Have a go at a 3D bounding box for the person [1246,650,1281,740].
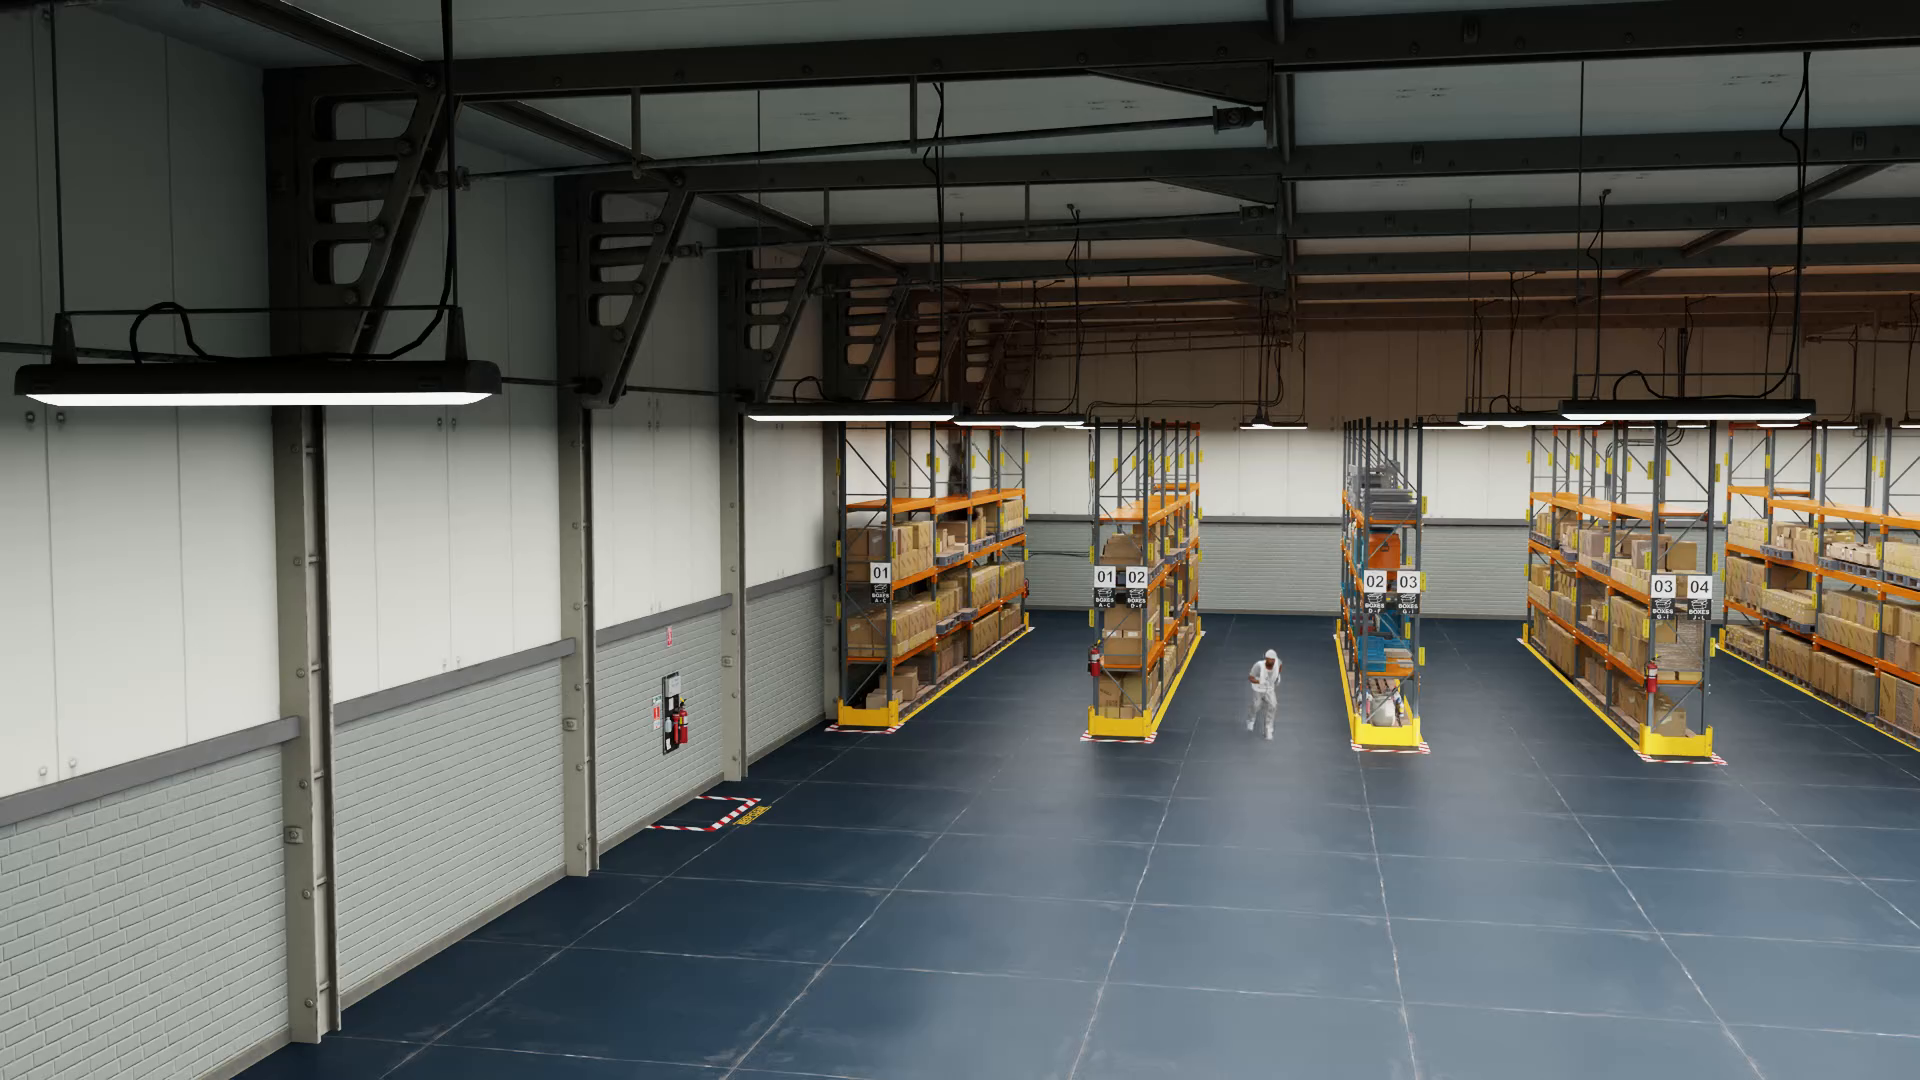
[{"bbox_3d":[5.690,2.882,31.251,0.729,1.726,1.035,-1,4,-16],"label":"person"}]
